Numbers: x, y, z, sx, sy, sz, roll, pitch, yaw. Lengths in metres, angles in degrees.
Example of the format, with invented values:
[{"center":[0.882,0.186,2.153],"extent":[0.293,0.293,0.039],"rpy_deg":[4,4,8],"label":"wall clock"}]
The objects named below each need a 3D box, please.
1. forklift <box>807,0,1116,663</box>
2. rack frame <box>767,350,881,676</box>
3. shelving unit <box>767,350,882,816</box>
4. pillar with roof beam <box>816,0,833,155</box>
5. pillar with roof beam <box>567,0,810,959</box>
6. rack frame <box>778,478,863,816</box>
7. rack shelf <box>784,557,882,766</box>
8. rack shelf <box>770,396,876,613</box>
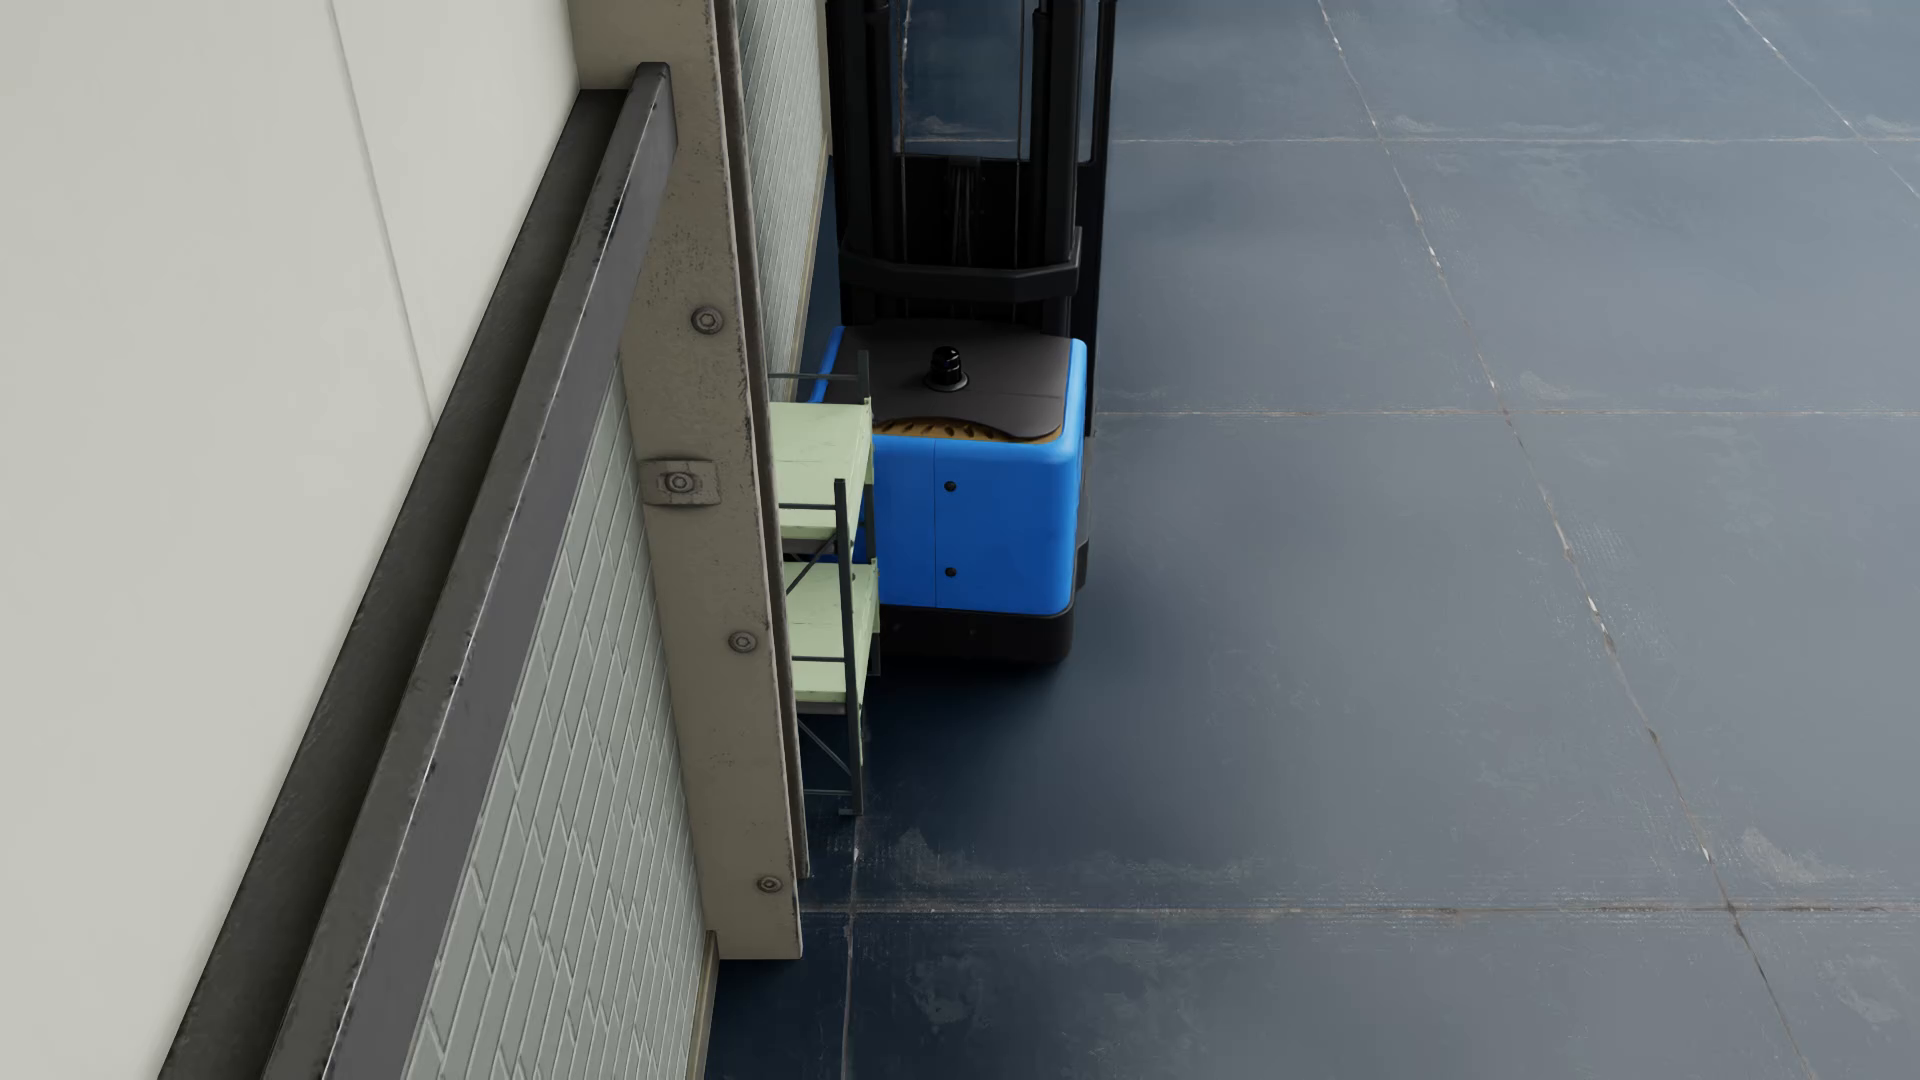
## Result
[{"center":[0.066,-1.572,6.868],"extent":[1.130,2.935,3.031],"rpy_deg":[4,39,5],"label":"forklift"},{"center":[-0.514,-0.059,6.125],"extent":[0.400,1.500,0.023],"rpy_deg":[2,39,2],"label":"rack frame"},{"center":[-0.532,0.169,5.839],"extent":[0.431,1.500,0.755],"rpy_deg":[2,39,2],"label":"shelving unit"},{"center":[3.617,-6.002,7.543],"extent":[9.100,9.000,0.400],"rpy_deg":[0,39,0],"label":"pillar with roof beam"},{"center":[3.624,-2.249,2.861],"extent":[9.100,9.000,0.400],"rpy_deg":[0,39,0],"label":"pillar with roof beam"},{"center":[-0.551,0.398,5.554],"extent":[0.400,1.500,0.023],"rpy_deg":[2,39,2],"label":"rack frame"},{"center":[-0.532,0.424,6.043],"extent":[0.431,0.370,0.720],"rpy_deg":[2,39,2],"label":"rack shelf"},{"center":[-0.532,-0.135,5.595],"extent":[0.431,0.370,0.720],"rpy_deg":[2,39,2],"label":"rack shelf"}]
